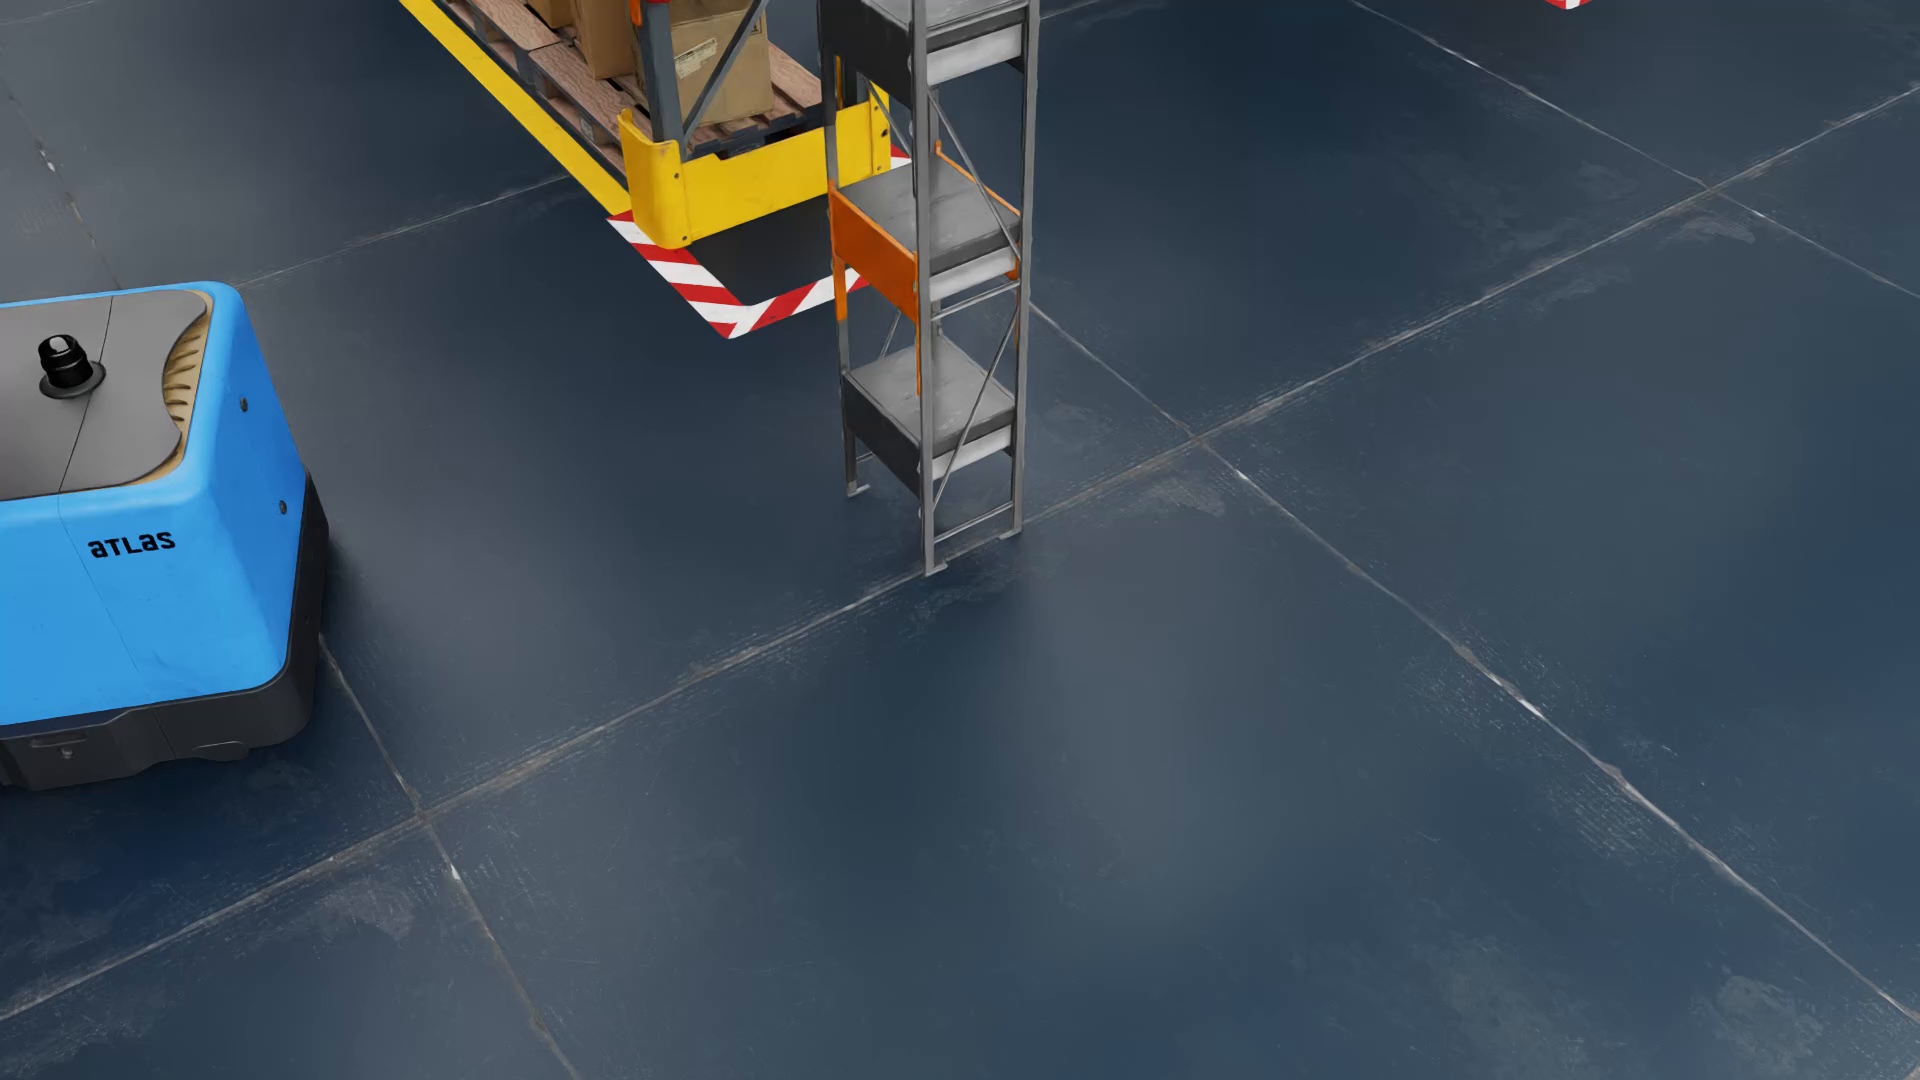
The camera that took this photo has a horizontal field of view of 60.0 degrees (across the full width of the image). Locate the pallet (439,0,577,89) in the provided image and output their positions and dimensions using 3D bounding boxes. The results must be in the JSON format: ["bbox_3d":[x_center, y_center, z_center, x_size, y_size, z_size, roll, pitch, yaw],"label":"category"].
[{"bbox_3d":[-1.993,-2.779,8.509,1.003,0.211,1.213,-26,49,-24],"label":"pallet"}]

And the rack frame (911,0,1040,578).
[{"bbox_3d":[0.045,-0.715,4.978,0.400,2.100,0.015,-26,49,-24],"label":"rack frame"}]

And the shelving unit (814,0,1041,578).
[{"bbox_3d":[-0.095,-0.853,5.123,0.431,2.100,0.503,-26,49,-24],"label":"shelving unit"}]

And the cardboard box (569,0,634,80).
[{"bbox_3d":[-1.533,-2.514,7.717,0.500,0.500,0.500,-14,45,-14],"label":"cardboard box"}]

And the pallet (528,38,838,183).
[{"bbox_3d":[-1.299,-2.089,7.785,1.003,0.211,1.213,-26,49,-24],"label":"pallet"}]

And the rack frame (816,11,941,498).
[{"bbox_3d":[-0.234,-0.991,5.268,0.400,2.100,0.015,-26,49,-24],"label":"rack frame"}]

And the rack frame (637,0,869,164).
[{"bbox_3d":[-0.820,-2.581,6.281,1.000,3.000,0.127,-26,49,-24],"label":"rack frame"}]

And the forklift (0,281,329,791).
[{"bbox_3d":[-3.554,-0.547,4.201,3.031,2.935,1.130,-8,44,-9],"label":"forklift"}]

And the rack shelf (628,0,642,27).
[{"bbox_3d":[-1.964,-3.453,7.716,1.077,0.370,4.000,-26,49,-24],"label":"rack shelf"}]

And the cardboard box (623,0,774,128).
[{"bbox_3d":[-1.163,-2.189,7.376,0.500,0.500,0.500,-17,46,-17],"label":"cardboard box"}]

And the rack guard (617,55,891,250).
[{"bbox_3d":[-0.863,-1.719,7.189,1.175,0.500,0.348,-26,49,-24],"label":"rack guard"}]

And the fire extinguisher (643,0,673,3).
[{"bbox_3d":[-1.132,-2.306,6.049,0.296,0.674,0.183,-26,49,-24],"label":"fire extinguisher"}]

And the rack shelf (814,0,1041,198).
[{"bbox_3d":[-0.095,-1.350,4.649,0.431,0.518,0.480,-26,49,-24],"label":"rack shelf"}]

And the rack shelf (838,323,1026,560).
[{"bbox_3d":[-0.095,-0.337,5.616,0.431,0.518,0.480,-26,49,-24],"label":"rack shelf"}]

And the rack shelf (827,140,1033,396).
[{"bbox_3d":[-0.095,-0.843,5.133,0.431,0.518,0.480,-26,49,-24],"label":"rack shelf"}]

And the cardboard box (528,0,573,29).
[{"bbox_3d":[-1.876,-2.876,8.096,0.500,0.500,0.500,-21,48,-21],"label":"cardboard box"}]
